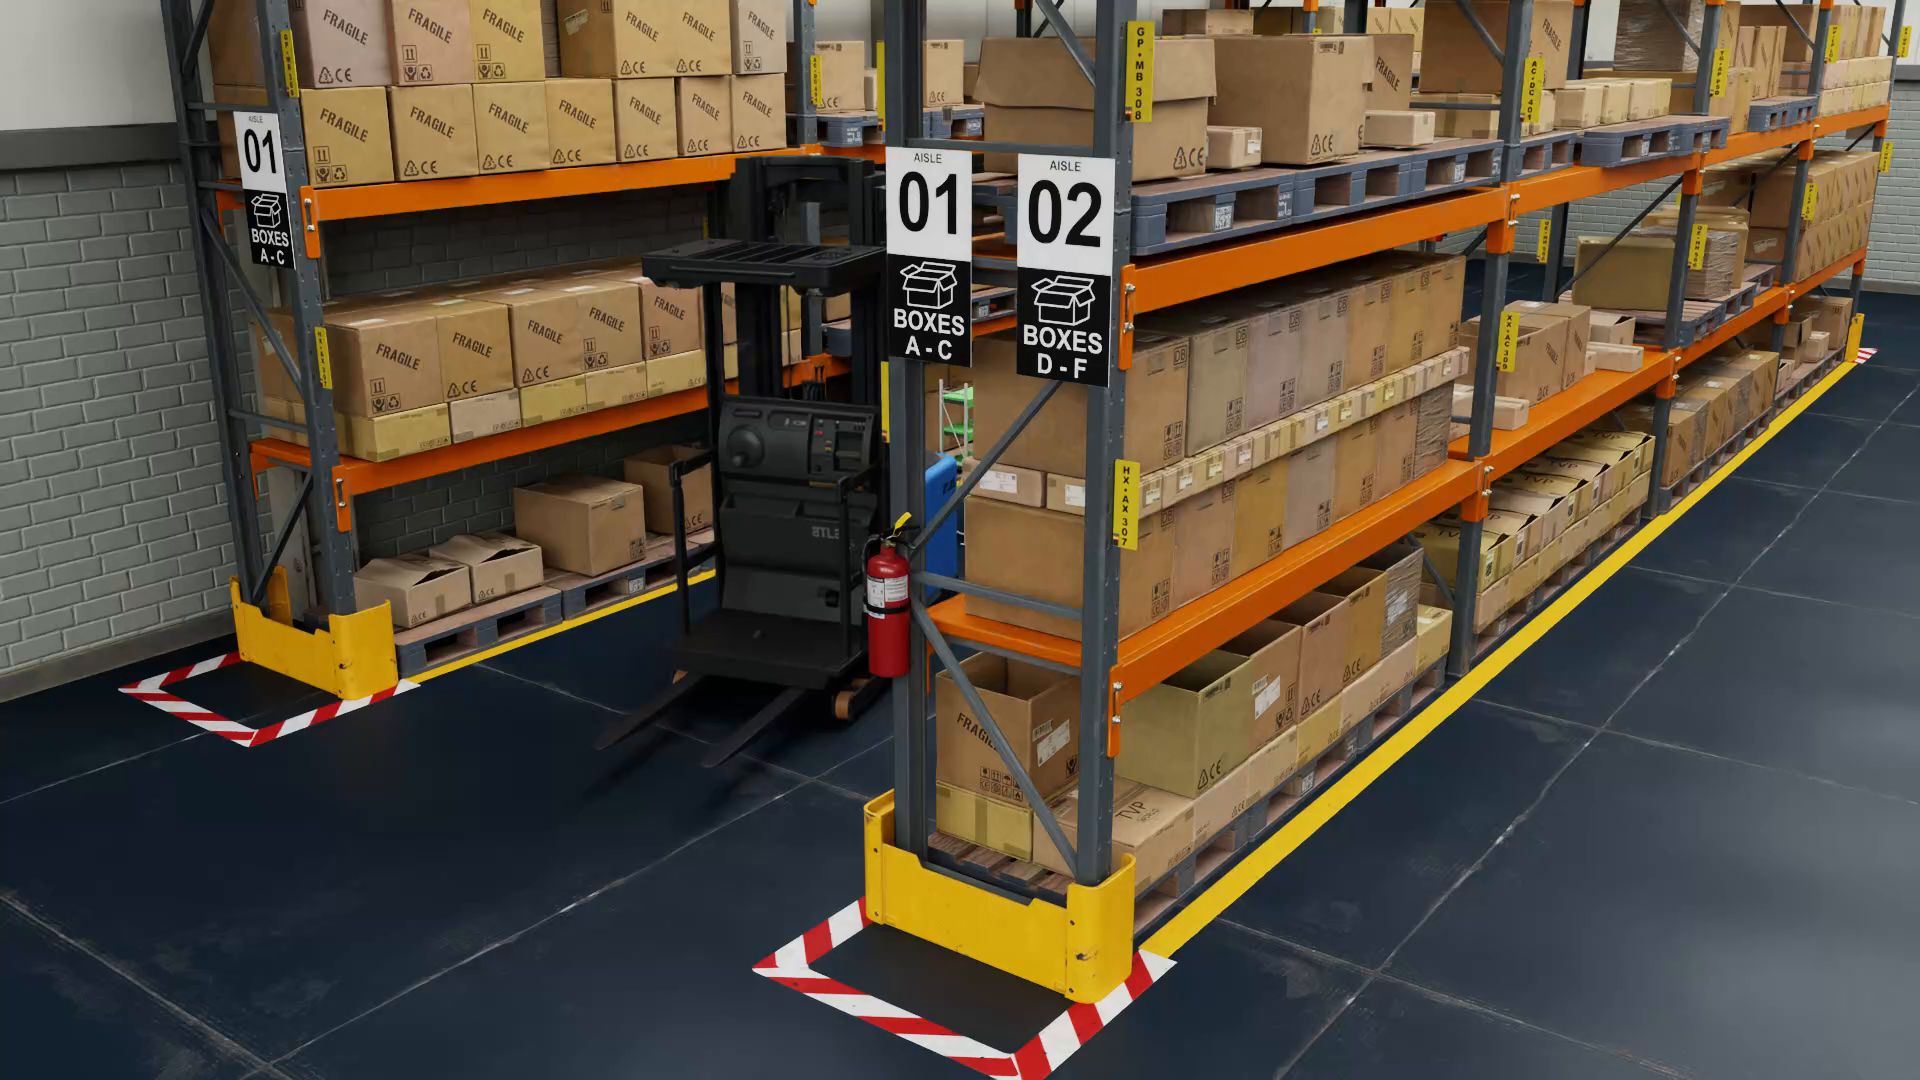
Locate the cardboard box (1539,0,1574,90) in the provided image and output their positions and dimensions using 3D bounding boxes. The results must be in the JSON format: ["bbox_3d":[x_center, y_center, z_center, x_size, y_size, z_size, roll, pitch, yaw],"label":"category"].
[{"bbox_3d":[3.261,-2.927,9.834,0.500,0.500,0.500,15,23,40],"label":"cardboard box"}]

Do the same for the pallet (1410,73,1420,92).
[{"bbox_3d":[5.277,-5.672,20.543,1.003,0.211,1.213,12,21,35],"label":"pallet"}]

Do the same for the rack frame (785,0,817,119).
[{"bbox_3d":[-1.439,-4.467,11.456,1.000,3.000,0.127,12,21,35],"label":"rack frame"}]

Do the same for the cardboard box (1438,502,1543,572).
[{"bbox_3d":[3.290,-0.056,10.348,0.500,0.311,0.500,12,21,34],"label":"cardboard box"}]

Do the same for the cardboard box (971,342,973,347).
[{"bbox_3d":[0.167,-1.624,14.625,0.500,0.250,0.500,13,21,36],"label":"cardboard box"}]

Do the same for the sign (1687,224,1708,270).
[{"bbox_3d":[5.372,-2.136,12.113,0.100,0.325,0.005,12,21,35],"label":"sign"}]

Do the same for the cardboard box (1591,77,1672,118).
[{"bbox_3d":[4.699,-3.124,11.733,0.500,0.250,0.500,11,20,31],"label":"cardboard box"}]

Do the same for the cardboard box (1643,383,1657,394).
[{"bbox_3d":[5.602,-1.084,14.151,0.500,0.500,0.500,12,21,33],"label":"cardboard box"}]

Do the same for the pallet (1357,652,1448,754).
[{"bbox_3d":[2.034,0.786,9.357,1.003,0.211,1.213,12,21,35],"label":"pallet"}]

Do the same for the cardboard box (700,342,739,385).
[{"bbox_3d":[-1.782,-1.257,11.452,0.500,0.250,0.500,13,21,35],"label":"cardboard box"}]

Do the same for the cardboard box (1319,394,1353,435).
[{"bbox_3d":[1.638,-0.617,7.910,0.380,0.149,0.250,13,22,36],"label":"cardboard box"}]

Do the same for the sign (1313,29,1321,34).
[{"bbox_3d":[3.769,-5.244,17.612,0.100,0.325,0.005,12,21,35],"label":"sign"}]

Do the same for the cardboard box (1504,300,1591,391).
[{"bbox_3d":[3.938,-1.326,11.287,0.500,0.500,0.500,11,20,32],"label":"cardboard box"}]

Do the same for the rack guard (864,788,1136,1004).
[{"bbox_3d":[0.144,1.424,6.814,1.175,0.500,0.348,12,21,35],"label":"rack guard"}]

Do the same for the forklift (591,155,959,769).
[{"bbox_3d":[-0.987,-0.551,9.075,1.130,2.935,3.031,6,18,19],"label":"forklift"}]

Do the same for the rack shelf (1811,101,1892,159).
[{"bbox_3d":[8.500,-4.199,16.861,1.077,0.370,4.000,12,21,35],"label":"rack shelf"}]

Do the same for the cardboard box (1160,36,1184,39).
[{"bbox_3d":[1.801,-4.636,16.147,0.700,0.500,0.500,14,22,37],"label":"cardboard box"}]

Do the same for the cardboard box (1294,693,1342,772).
[{"bbox_3d":[1.551,0.892,8.242,0.500,0.250,0.500,12,21,35],"label":"cardboard box"}]

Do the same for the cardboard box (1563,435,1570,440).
[{"bbox_3d":[4.377,-0.763,12.625,0.500,0.311,0.500,13,22,37],"label":"cardboard box"}]

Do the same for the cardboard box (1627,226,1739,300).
[{"bbox_3d":[5.908,-2.283,13.661,0.500,0.500,0.700,-15,23,-40],"label":"cardboard box"}]

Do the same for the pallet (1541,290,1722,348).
[{"bbox_3d":[5.272,-1.763,13.186,1.213,0.211,1.003,12,21,35],"label":"pallet"}]

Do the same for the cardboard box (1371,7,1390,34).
[{"bbox_3d":[4.569,-5.837,19.038,0.500,0.500,0.500,13,21,35],"label":"cardboard box"}]

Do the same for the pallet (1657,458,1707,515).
[{"bbox_3d":[5.400,-0.520,13.562,1.003,0.211,1.213,12,21,35],"label":"pallet"}]

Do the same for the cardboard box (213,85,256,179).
[{"bbox_3d":[-3.777,-2.284,9.279,0.500,0.500,0.500,14,22,39],"label":"cardboard box"}]

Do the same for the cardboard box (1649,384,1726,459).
[{"bbox_3d":[6.036,-0.999,13.876,0.500,0.500,0.500,12,21,34],"label":"cardboard box"}]

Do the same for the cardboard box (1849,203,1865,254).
[{"bbox_3d":[9.337,-3.355,17.820,0.500,0.500,0.500,13,21,35],"label":"cardboard box"}]

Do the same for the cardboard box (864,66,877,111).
[{"bbox_3d":[-0.682,-3.456,12.698,0.500,0.311,0.500,13,22,36],"label":"cardboard box"}]

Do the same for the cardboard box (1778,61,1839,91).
[{"bbox_3d":[7.797,-4.305,15.400,0.500,0.250,0.500,12,21,35],"label":"cardboard box"}]

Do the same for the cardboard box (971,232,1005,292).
[{"bbox_3d":[-0.052,-2.399,13.999,0.700,0.500,0.500,12,21,35],"label":"cardboard box"}]

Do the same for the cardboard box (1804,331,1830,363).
[{"bbox_3d":[8.975,-2.089,17.807,0.500,0.250,0.500,12,21,35],"label":"cardboard box"}]

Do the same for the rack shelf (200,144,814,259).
[{"bbox_3d":[-2.631,-2.215,10.474,1.077,0.370,4.000,12,21,35],"label":"rack shelf"}]

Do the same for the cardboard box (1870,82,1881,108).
[{"bbox_3d":[9.290,-4.661,17.390,0.500,0.250,0.500,12,21,35],"label":"cardboard box"}]

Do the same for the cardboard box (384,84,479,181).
[{"bbox_3d":[-3.074,-2.297,9.321,0.500,0.500,0.500,14,22,38],"label":"cardboard box"}]

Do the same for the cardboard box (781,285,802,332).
[{"bbox_3d":[-1.473,-1.731,11.715,0.500,0.500,0.500,12,21,35],"label":"cardboard box"}]

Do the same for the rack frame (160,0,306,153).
[{"bbox_3d":[-3.823,-3.515,8.388,1.000,3.000,0.127,12,21,35],"label":"rack frame"}]

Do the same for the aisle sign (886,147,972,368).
[{"bbox_3d":[-0.117,-1.053,6.193,0.394,0.787,0.004,12,21,35],"label":"aisle sign"}]

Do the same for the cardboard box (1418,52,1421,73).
[{"bbox_3d":[5.488,-5.848,20.337,0.500,0.250,0.500,13,22,36],"label":"cardboard box"}]

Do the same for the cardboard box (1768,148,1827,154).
[{"bbox_3d":[9.215,-4.052,18.380,0.500,0.500,0.500,13,22,36],"label":"cardboard box"}]

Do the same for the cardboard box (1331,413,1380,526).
[{"bbox_3d":[1.671,-0.423,8.380,0.700,0.500,0.500,13,21,35],"label":"cardboard box"}]

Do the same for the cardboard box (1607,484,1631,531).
[{"bbox_3d":[4.503,-0.276,12.004,0.500,0.250,0.500,12,21,34],"label":"cardboard box"}]

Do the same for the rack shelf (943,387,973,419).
[{"bbox_3d":[0.099,-1.010,12.069,0.258,0.148,0.480,12,21,35],"label":"rack shelf"}]

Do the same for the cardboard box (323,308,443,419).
[{"bbox_3d":[-3.297,-1.006,9.381,0.500,0.500,0.500,12,21,35],"label":"cardboard box"}]

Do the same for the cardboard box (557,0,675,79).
[{"bbox_3d":[-2.141,-3.144,10.363,0.500,0.500,0.500,12,21,33],"label":"cardboard box"}]

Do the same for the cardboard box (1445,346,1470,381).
[{"bbox_3d":[2.551,-0.983,9.088,0.380,0.149,0.250,12,21,35],"label":"cardboard box"}]

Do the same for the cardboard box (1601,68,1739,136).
[{"bbox_3d":[5.461,-3.392,12.883,0.910,0.500,0.500,12,21,35],"label":"cardboard box"}]

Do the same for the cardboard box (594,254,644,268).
[{"bbox_3d":[-2.198,-1.701,11.618,0.500,0.500,0.500,12,21,34],"label":"cardboard box"}]

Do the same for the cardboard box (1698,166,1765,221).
[{"bbox_3d":[7.401,-3.325,16.038,0.500,0.500,0.500,13,21,35],"label":"cardboard box"}]

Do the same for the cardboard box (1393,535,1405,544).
[{"bbox_3d":[2.552,-0.030,10.266,0.500,0.311,0.500,12,21,35],"label":"cardboard box"}]

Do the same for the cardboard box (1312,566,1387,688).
[{"bbox_3d":[1.838,0.412,8.522,0.500,0.500,0.500,12,21,35],"label":"cardboard box"}]

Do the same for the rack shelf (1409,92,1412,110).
[{"bbox_3d":[4.519,-5.073,19.677,1.077,0.370,4.000,12,21,35],"label":"rack shelf"}]

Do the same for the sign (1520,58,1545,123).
[{"bbox_3d":[2.988,-2.347,8.682,0.100,0.325,0.005,12,21,35],"label":"sign"}]

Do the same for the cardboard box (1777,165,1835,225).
[{"bbox_3d":[8.122,-3.344,16.100,0.500,0.500,0.500,12,21,33],"label":"cardboard box"}]

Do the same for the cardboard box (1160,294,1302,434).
[{"bbox_3d":[1.087,-0.810,7.440,0.700,0.500,0.500,13,21,35],"label":"cardboard box"}]

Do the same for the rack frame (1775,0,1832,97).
[{"bbox_3d":[7.308,-5.498,14.776,1.000,3.000,0.127,12,21,35],"label":"rack frame"}]

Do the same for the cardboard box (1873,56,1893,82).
[{"bbox_3d":[9.590,-5.018,17.698,0.500,0.250,0.500,12,21,35],"label":"cardboard box"}]

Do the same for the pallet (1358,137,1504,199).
[{"bbox_3d":[2.054,-1.910,8.429,1.003,0.211,1.213,12,21,35],"label":"pallet"}]

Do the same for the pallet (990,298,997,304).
[{"bbox_3d":[0.605,-2.275,14.835,1.213,0.211,1.003,12,21,35],"label":"pallet"}]

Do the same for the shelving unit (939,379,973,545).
[{"bbox_3d":[0.099,-0.612,12.193,0.258,1.200,0.503,12,21,35],"label":"shelving unit"}]

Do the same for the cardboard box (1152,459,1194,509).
[{"bbox_3d":[0.720,-0.251,6.733,0.380,0.149,0.250,12,21,33],"label":"cardboard box"}]

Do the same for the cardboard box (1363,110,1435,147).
[{"bbox_3d":[2.042,-1.972,7.958,0.380,0.149,0.250,12,21,35],"label":"cardboard box"}]
